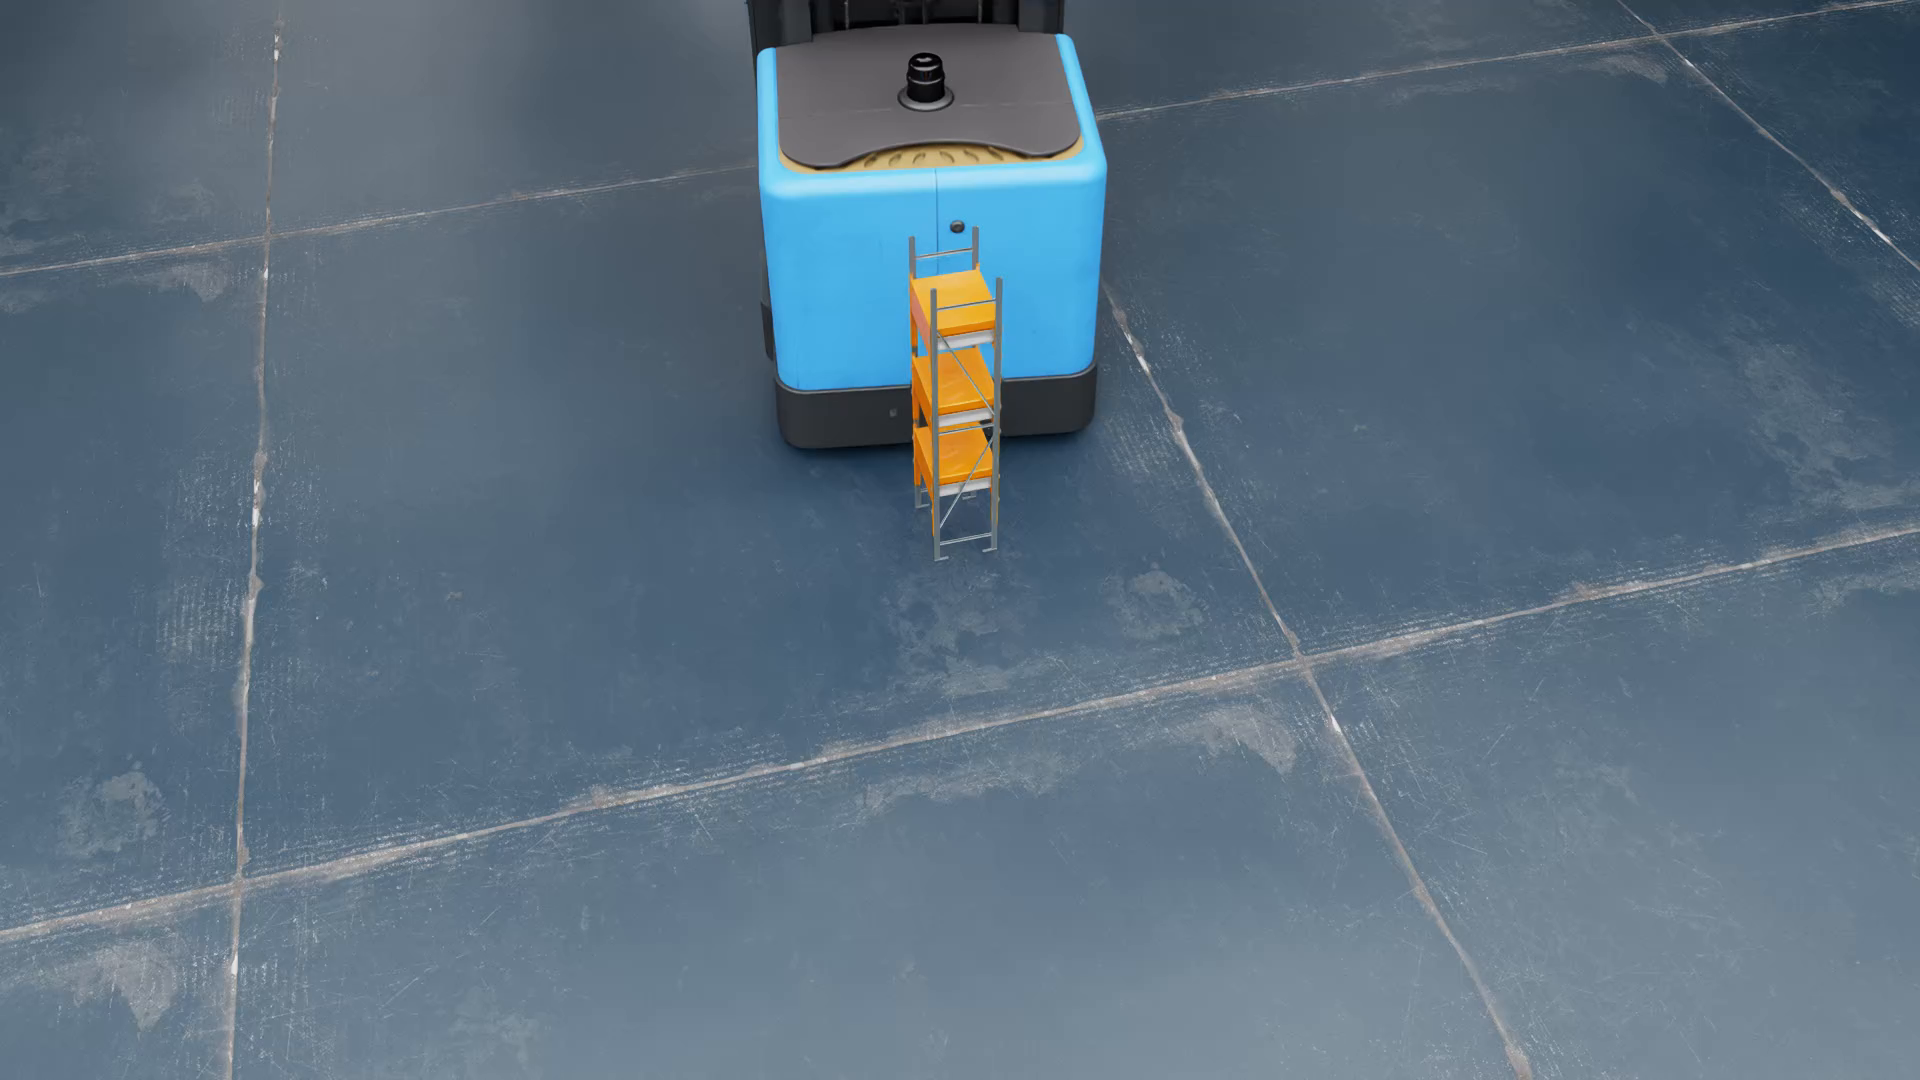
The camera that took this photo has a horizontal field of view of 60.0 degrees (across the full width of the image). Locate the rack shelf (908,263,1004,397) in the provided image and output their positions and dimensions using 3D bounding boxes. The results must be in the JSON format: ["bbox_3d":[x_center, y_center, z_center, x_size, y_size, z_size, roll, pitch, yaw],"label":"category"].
[{"bbox_3d":[-0.014,-0.596,4.716,0.215,0.259,0.240,-11,47,-10],"label":"rack shelf"}]

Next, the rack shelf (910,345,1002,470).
[{"bbox_3d":[-0.014,-0.397,4.919,0.215,0.259,0.240,-11,47,-10],"label":"rack shelf"}]

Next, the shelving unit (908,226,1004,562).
[{"bbox_3d":[-0.014,-0.404,4.911,0.215,1.050,0.252,-11,47,-10],"label":"shelving unit"}]

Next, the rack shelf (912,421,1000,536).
[{"bbox_3d":[-0.014,-0.202,5.117,0.215,0.259,0.240,-11,47,-10],"label":"rack shelf"}]

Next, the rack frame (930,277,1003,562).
[{"bbox_3d":[0.018,-0.320,4.829,0.200,1.050,0.008,-11,47,-10],"label":"rack frame"}]

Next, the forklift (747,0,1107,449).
[{"bbox_3d":[-0.208,-2.379,5.529,1.130,2.935,3.031,-4,46,-4],"label":"forklift"}]

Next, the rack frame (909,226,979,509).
[{"bbox_3d":[-0.045,-0.489,4.994,0.200,1.050,0.008,-11,47,-10],"label":"rack frame"}]
